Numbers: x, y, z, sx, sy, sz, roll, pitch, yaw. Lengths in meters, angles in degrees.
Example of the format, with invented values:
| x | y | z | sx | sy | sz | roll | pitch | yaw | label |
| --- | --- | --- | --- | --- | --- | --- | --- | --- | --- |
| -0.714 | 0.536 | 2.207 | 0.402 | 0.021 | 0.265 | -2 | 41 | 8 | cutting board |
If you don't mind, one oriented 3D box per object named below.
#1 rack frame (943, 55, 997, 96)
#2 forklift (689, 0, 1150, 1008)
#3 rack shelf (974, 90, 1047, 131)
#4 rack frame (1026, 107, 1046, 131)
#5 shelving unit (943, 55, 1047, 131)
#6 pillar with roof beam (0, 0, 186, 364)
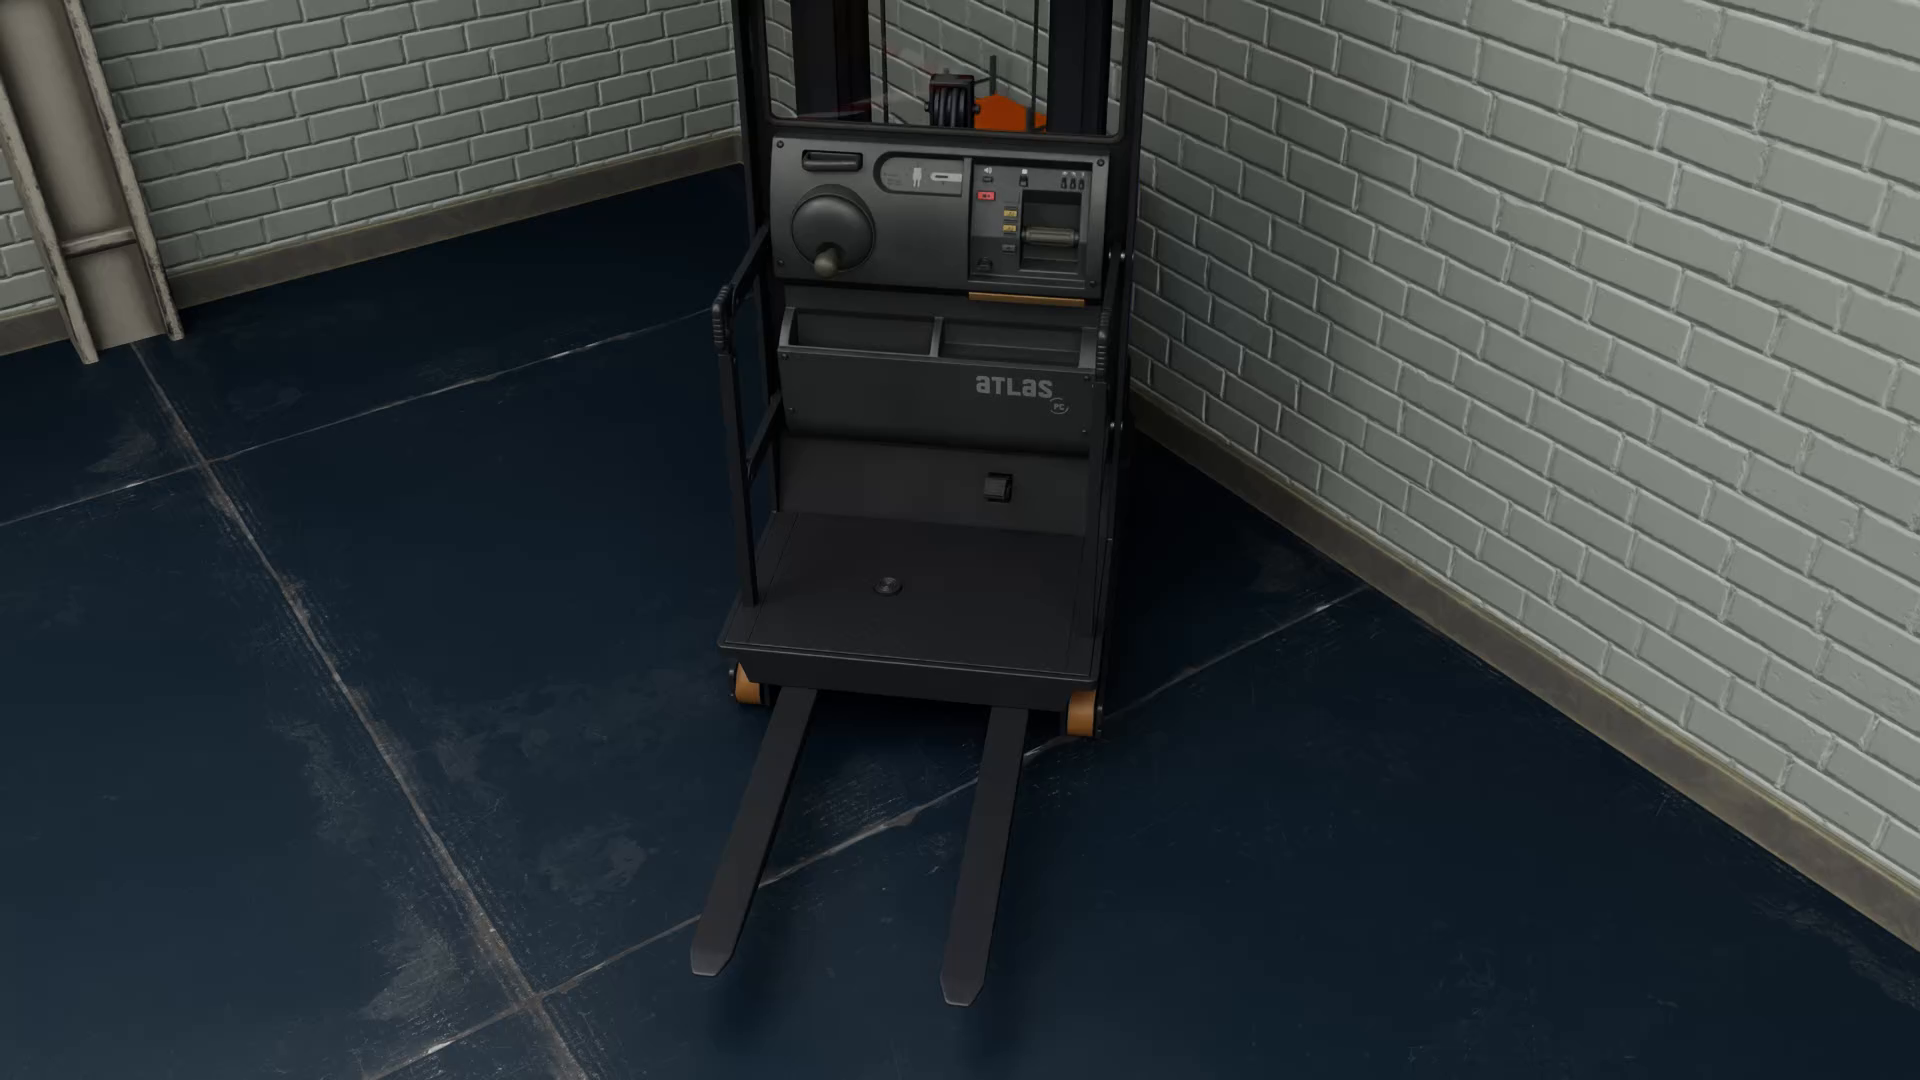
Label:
| x | y | z | sx | sy | sz | roll | pitch | yaw | label |
| --- | --- | --- | --- | --- | --- | --- | --- | --- | --- |
| 0.038 | -1.283 | 6.506 | 0.240 | 1.200 | 0.015 | -24 | 42 | -29 | rack frame |
| -0.090 | -0.828 | 4.391 | 1.130 | 2.935 | 3.031 | 5 | 36 | 7 | forklift |
| 0.184 | -1.488 | 6.118 | 0.258 | 0.148 | 0.480 | -24 | 42 | -29 | rack shelf |
| 0.330 | -1.055 | 6.189 | 0.240 | 1.200 | 0.015 | -24 | 42 | -29 | rack frame |
| 0.184 | -1.169 | 6.347 | 0.258 | 1.200 | 0.503 | -24 | 42 | -29 | shelving unit |
| -0.993 | -2.449 | 1.448 | 0.400 | 9.000 | 9.100 | -22 | 41 | -28 | pillar with roof beam |
